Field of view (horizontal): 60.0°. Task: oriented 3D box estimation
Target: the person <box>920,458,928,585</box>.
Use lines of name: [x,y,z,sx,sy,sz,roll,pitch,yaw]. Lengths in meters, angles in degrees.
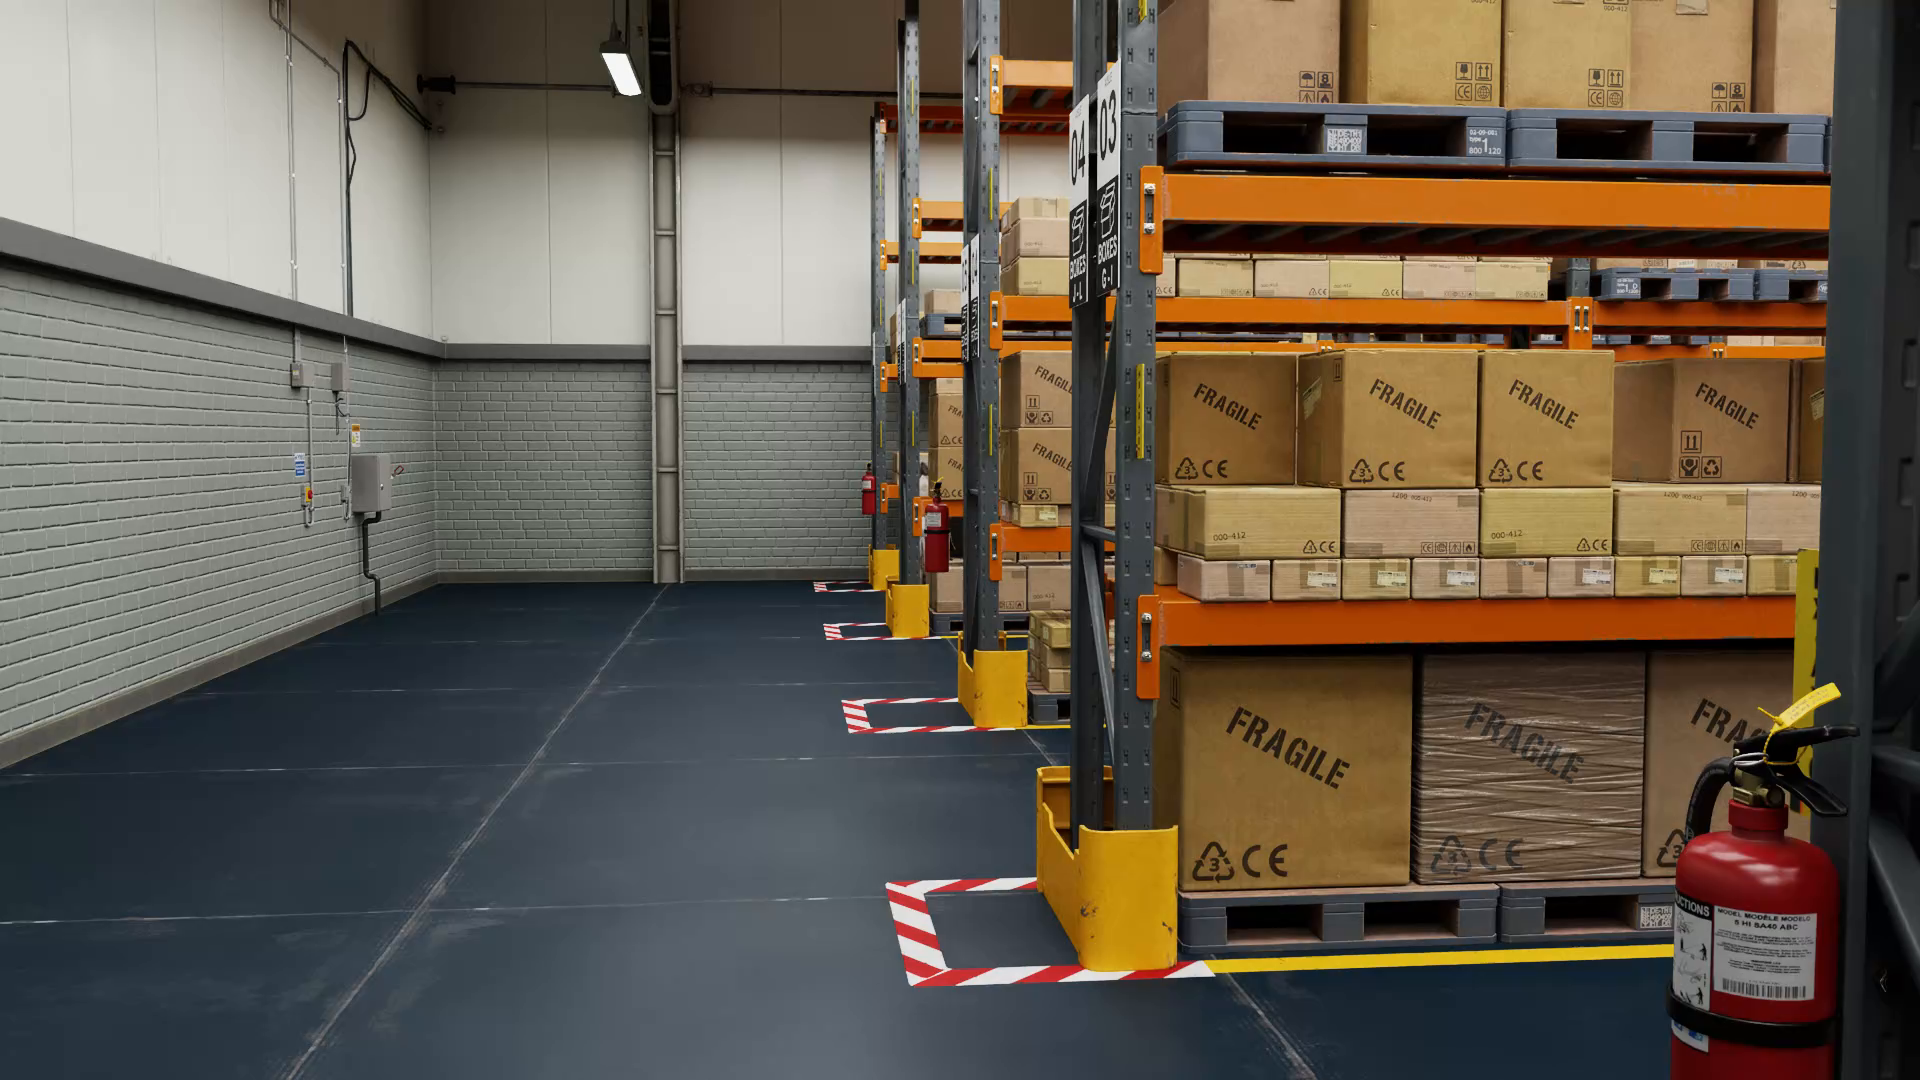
person: [-0.396,-0.104,18.942,0.518,1.663,0.369,-1,4,-8]
